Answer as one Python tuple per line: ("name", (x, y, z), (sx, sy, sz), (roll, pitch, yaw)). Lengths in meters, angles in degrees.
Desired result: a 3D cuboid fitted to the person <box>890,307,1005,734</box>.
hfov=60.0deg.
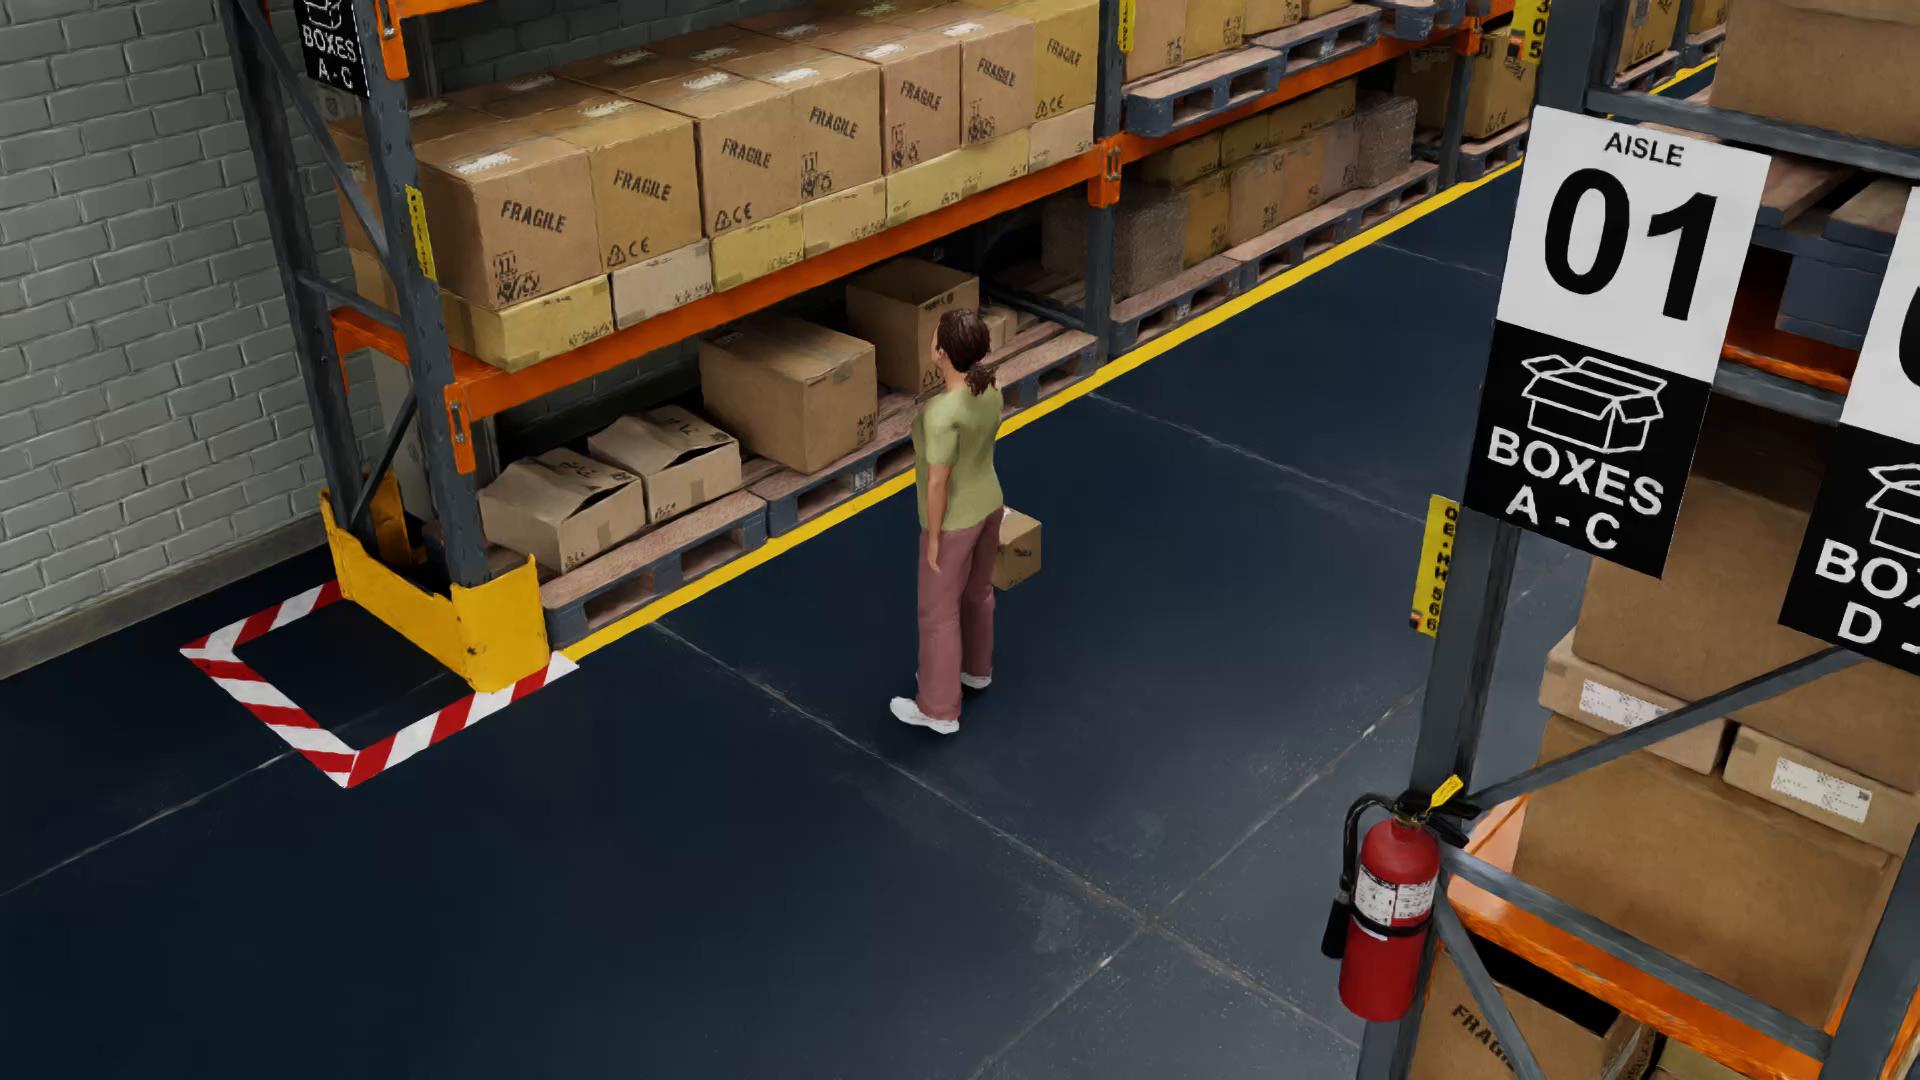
("person", (-0.036, -0.076, 6.239), (0.367, 1.668, 0.477), (20, 37, 29))
